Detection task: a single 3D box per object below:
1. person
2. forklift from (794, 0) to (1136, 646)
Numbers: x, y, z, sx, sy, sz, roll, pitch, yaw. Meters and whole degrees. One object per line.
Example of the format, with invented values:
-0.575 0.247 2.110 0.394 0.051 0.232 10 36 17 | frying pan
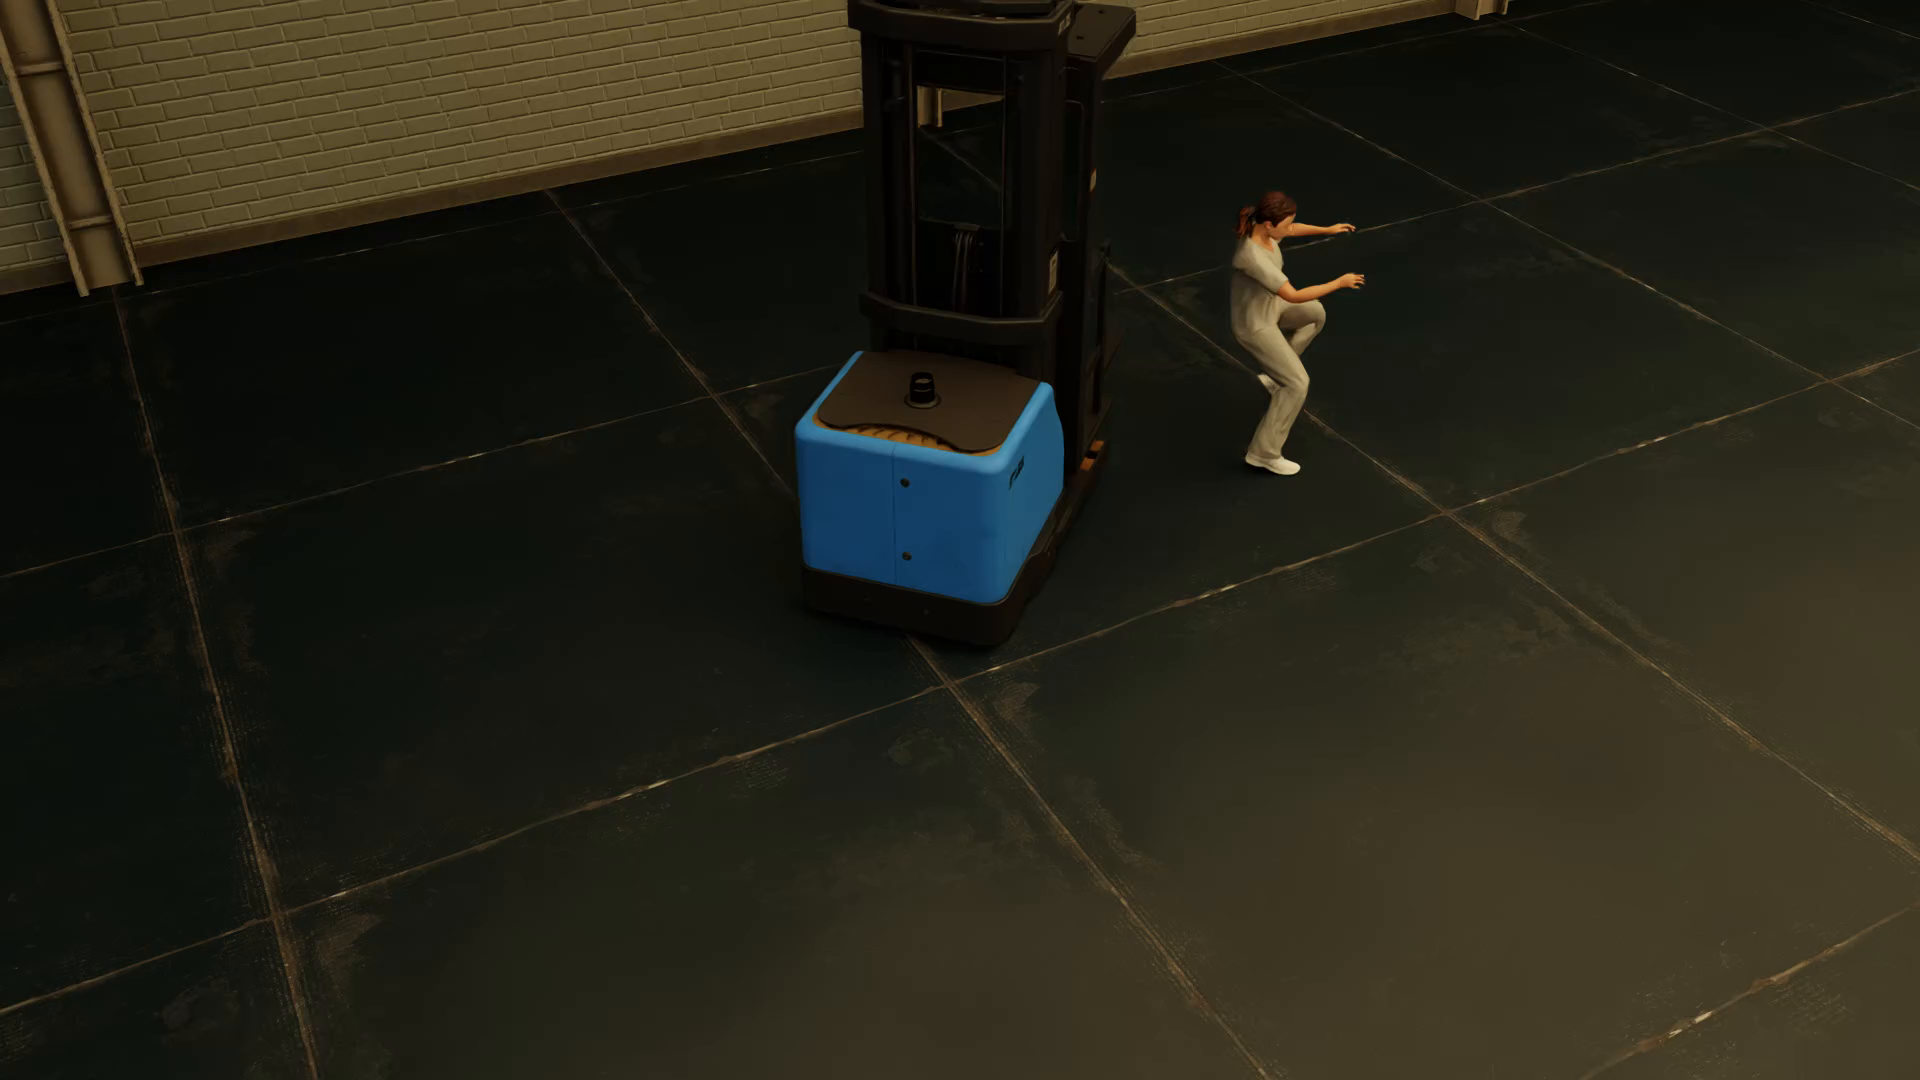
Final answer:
1.803 -1.211 9.086 0.734 1.478 0.865 9 36 13 | person
0.189 -1.547 8.312 1.130 2.935 3.031 11 37 15 | forklift
